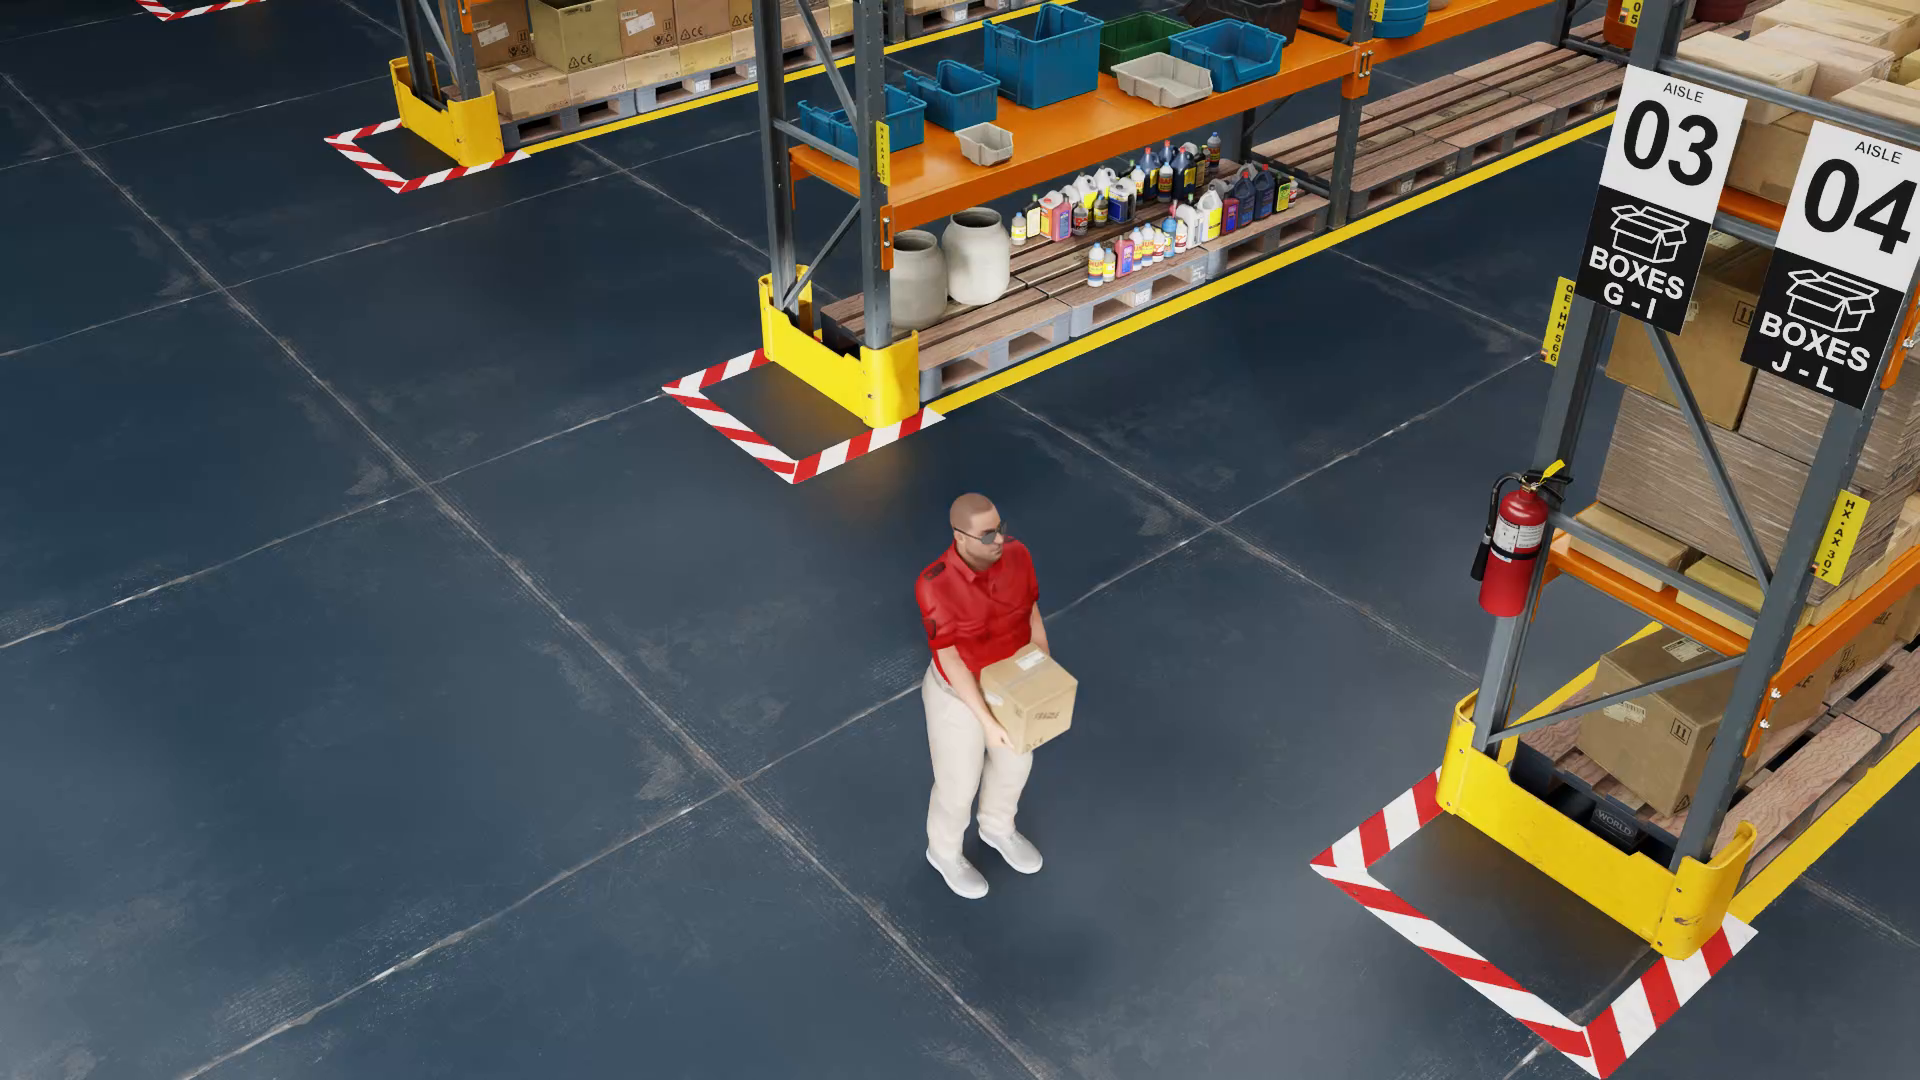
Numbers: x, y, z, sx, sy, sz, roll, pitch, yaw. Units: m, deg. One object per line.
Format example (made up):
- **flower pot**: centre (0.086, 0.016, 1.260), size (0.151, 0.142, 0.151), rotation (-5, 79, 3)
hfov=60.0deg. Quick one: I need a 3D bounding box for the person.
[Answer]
- **person**: centre (0.138, 0.617, 6.244), size (0.494, 1.719, 0.531), rotation (-26, 43, -31)
